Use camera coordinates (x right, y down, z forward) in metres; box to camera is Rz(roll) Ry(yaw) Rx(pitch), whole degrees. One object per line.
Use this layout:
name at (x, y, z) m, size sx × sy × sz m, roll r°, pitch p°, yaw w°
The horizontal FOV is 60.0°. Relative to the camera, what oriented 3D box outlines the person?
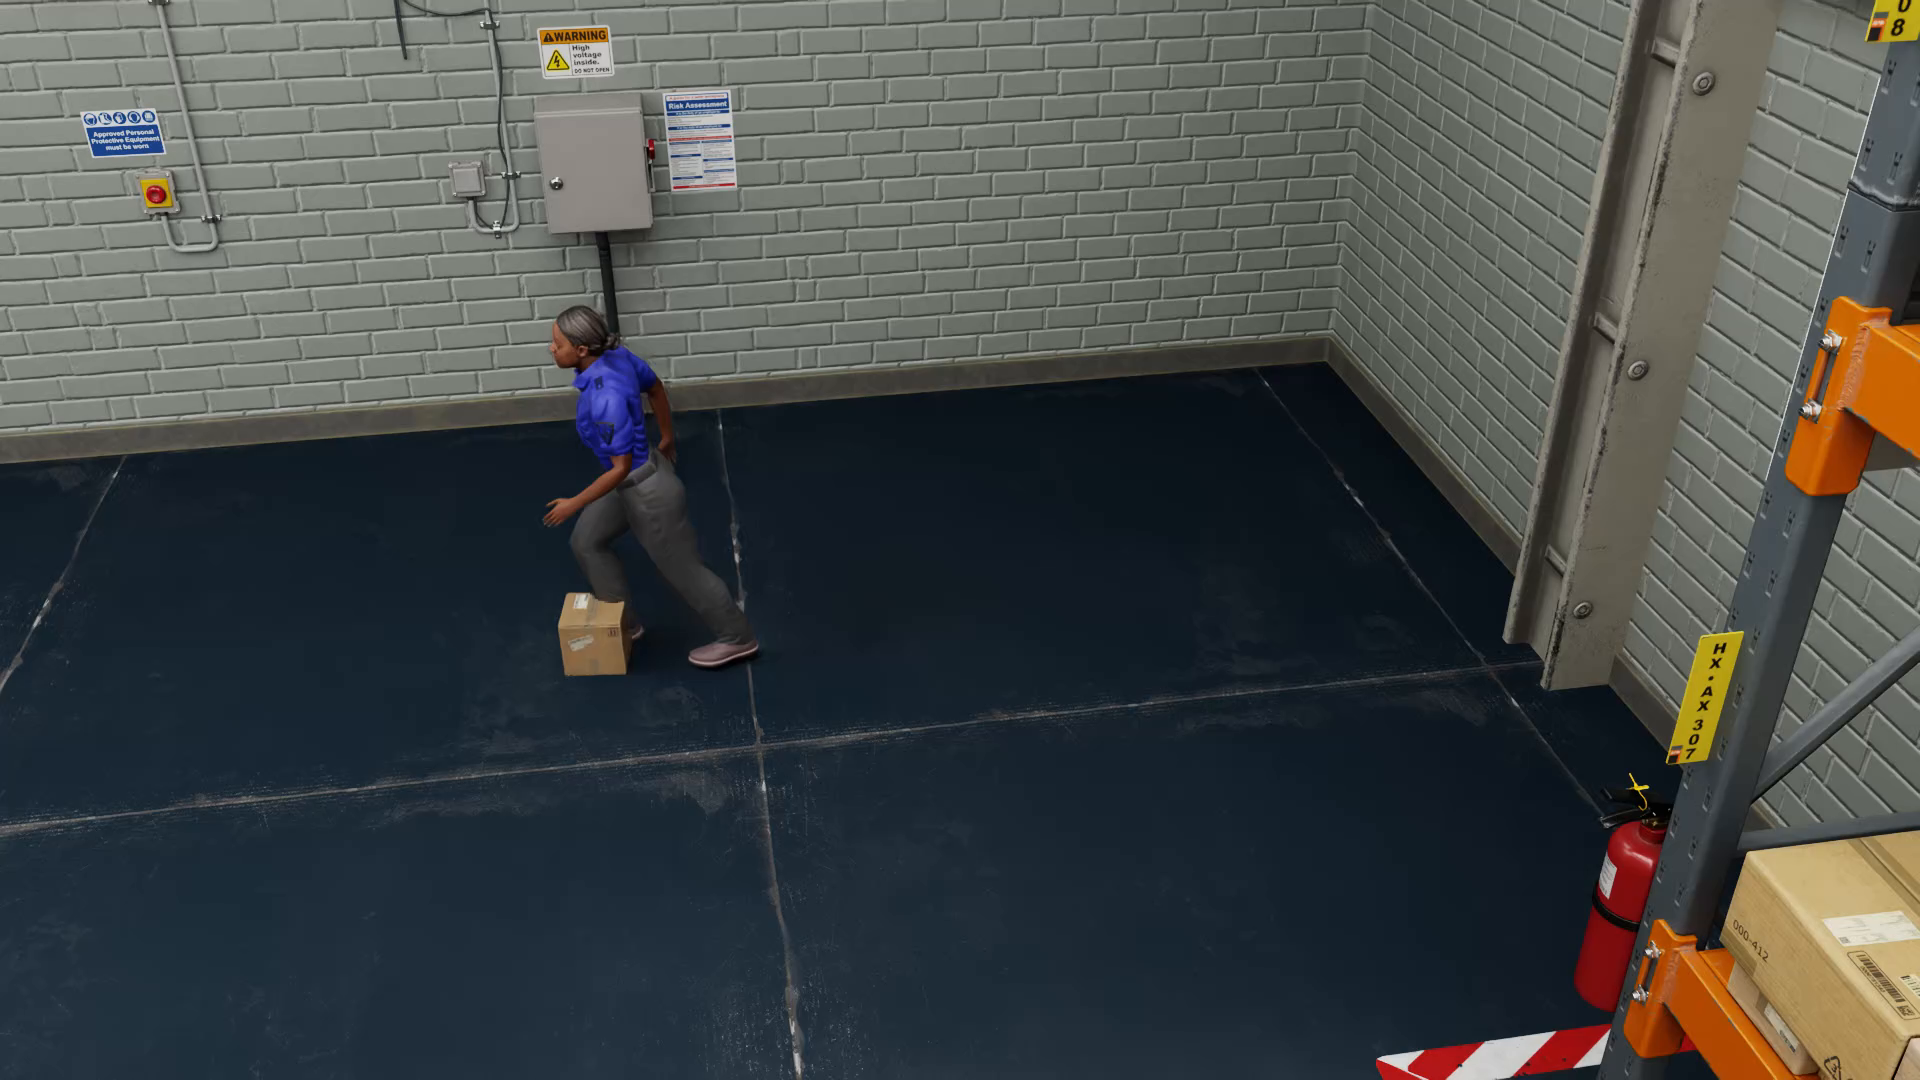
person at (-1.250, -0.201, 6.546) m, size 0.791 × 1.612 × 0.590 m, roll -8°, pitch 32°, yaw -14°
